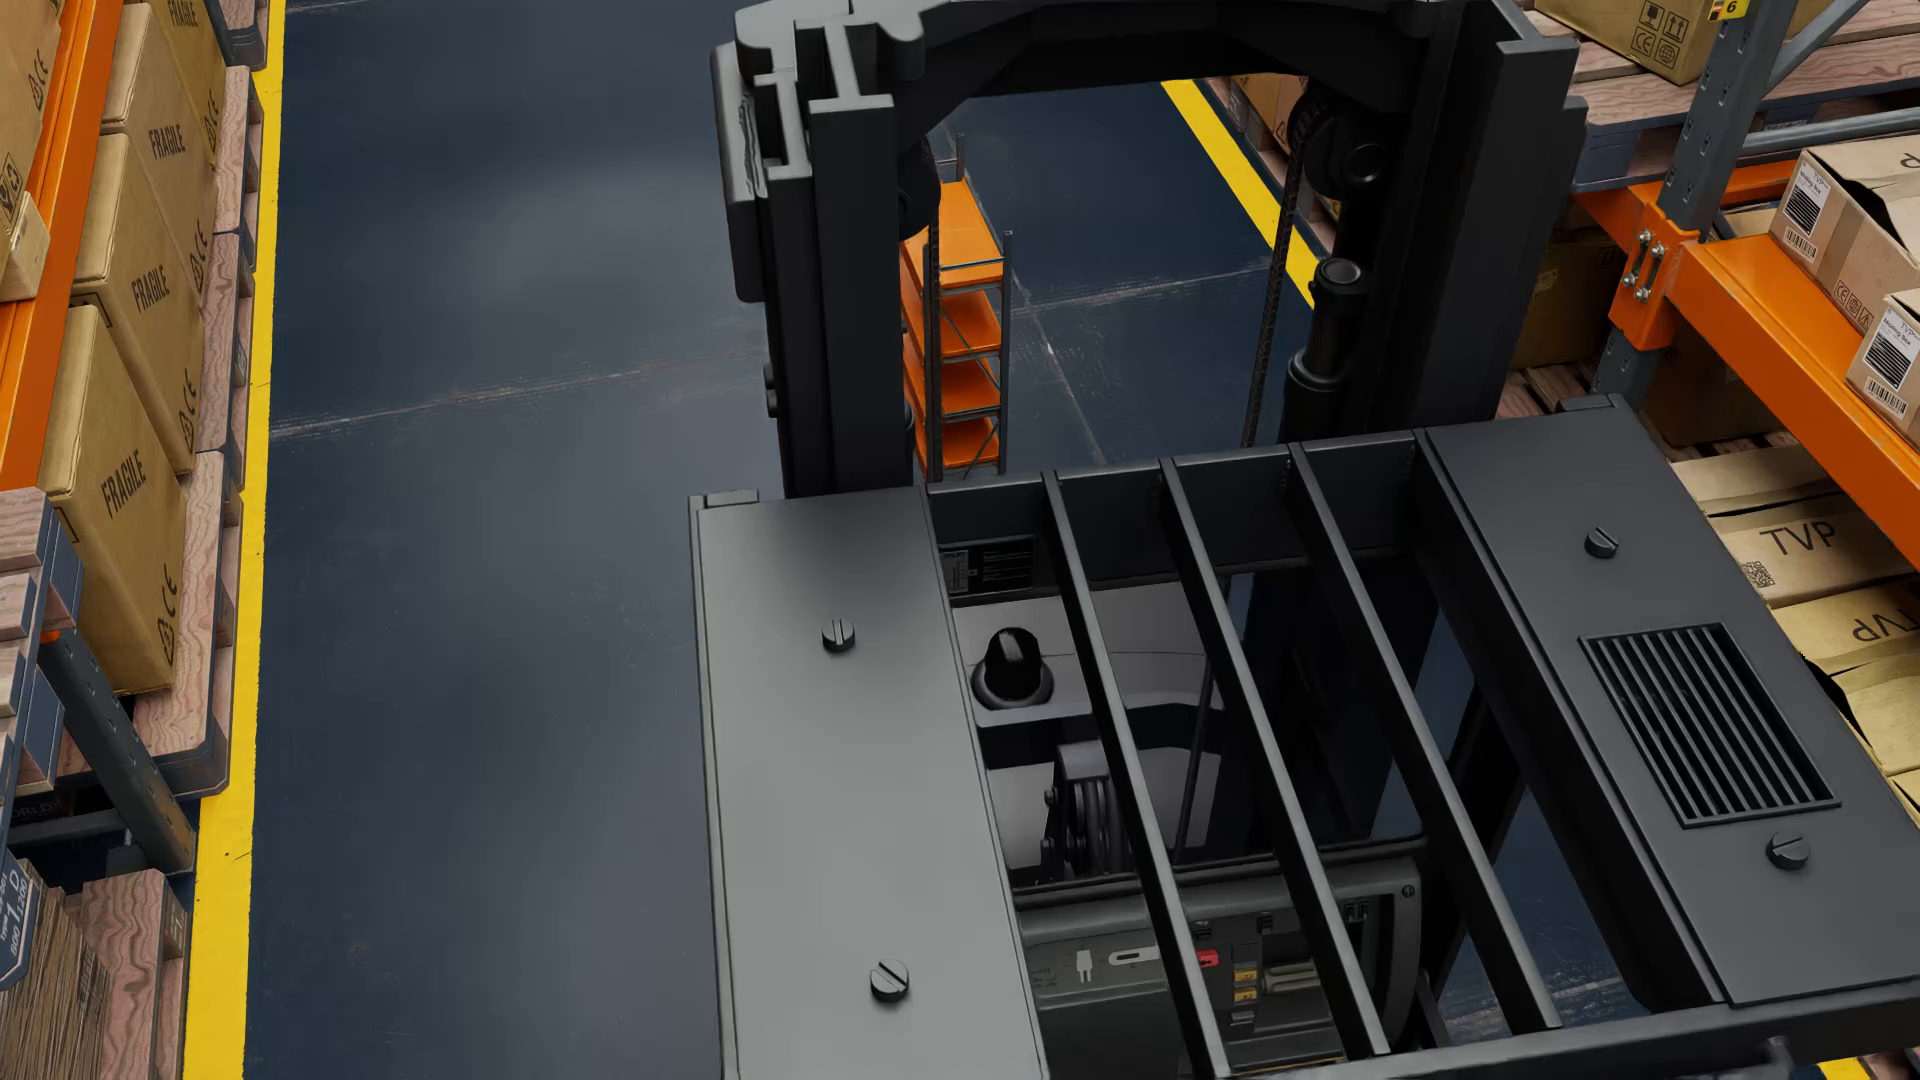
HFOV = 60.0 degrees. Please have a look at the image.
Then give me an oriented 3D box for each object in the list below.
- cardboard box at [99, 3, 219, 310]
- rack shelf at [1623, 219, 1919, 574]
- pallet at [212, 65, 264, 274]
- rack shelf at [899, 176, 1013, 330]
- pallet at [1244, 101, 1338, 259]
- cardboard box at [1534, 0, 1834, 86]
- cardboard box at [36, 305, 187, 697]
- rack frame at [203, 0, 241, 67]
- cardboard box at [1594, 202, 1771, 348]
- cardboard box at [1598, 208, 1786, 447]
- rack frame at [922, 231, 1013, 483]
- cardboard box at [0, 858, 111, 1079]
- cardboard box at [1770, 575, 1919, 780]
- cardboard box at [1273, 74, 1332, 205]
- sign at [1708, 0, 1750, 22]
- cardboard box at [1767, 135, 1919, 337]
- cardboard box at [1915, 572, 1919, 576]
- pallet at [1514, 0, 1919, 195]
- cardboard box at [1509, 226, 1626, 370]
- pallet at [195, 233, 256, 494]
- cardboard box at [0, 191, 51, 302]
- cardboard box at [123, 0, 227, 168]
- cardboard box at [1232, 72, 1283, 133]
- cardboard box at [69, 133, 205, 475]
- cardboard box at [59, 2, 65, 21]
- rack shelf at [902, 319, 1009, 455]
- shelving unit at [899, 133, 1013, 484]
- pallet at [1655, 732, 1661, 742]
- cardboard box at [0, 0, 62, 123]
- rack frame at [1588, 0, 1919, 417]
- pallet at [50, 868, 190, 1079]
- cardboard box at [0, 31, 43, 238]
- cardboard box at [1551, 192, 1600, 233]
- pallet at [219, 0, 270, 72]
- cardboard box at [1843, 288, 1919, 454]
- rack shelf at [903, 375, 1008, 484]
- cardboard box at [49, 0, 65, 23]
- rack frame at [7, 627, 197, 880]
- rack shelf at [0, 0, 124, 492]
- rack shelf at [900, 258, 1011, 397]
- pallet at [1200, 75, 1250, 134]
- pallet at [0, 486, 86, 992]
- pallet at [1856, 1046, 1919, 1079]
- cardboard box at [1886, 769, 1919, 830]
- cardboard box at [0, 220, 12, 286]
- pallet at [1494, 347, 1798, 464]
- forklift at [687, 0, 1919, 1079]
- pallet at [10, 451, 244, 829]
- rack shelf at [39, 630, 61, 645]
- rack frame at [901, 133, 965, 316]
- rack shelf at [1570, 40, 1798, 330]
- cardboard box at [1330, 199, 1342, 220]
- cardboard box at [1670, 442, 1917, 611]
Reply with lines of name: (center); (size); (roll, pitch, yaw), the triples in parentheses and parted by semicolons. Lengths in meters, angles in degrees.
cardboard box: (-3.020, -1.239, 5.575); (0.750, 0.750, 0.750); (-9, 46, -9)
rack shelf: (2.781, 0.603, 3.062); (1.077, 0.370, 4.000); (-11, 47, -10)
pallet: (-3.272, -1.388, 6.462); (1.003, 0.211, 1.213); (-11, 47, -10)
rack shelf: (-0.042, -0.809, 4.653); (0.258, 0.148, 0.480); (-11, 47, -10)
pallet: (1.806, -1.417, 6.491); (1.003, 0.211, 1.213); (-11, 47, -10)
cardboard box: (1.999, -1.626, 4.379); (0.700, 0.500, 0.500); (-26, 51, -23)
cardboard box: (-2.580, -0.047, 4.407); (0.750, 0.750, 0.750); (-11, 47, -11)
rack frame: (-3.543, -2.883, 5.975); (1.000, 3.000, 0.127); (-11, 47, -10)
cardboard box: (2.289, -1.036, 5.607); (0.500, 0.500, 0.500); (-12, 47, -12)
cardboard box: (2.429, -0.675, 5.254); (0.500, 0.500, 0.500); (-9, 46, -9)
rack frame: (0.020, -0.366, 4.768); (0.240, 1.200, 0.015); (-11, 47, -10)
cardboard box: (-2.284, 1.087, 3.526); (0.700, 0.500, 0.500); (-10, 46, -10)
cardboard box: (2.262, 0.366, 4.030); (0.500, 0.311, 0.500); (-12, 47, -11)
cardboard box: (1.530, -1.630, 6.189); (0.500, 0.500, 0.500); (-12, 47, -12)
sign: (1.747, -1.301, 3.670); (0.100, 0.325, 0.005); (-11, 47, -10)
cardboard box: (2.320, -0.739, 3.937); (0.500, 0.311, 0.500); (-8, 46, -8)
cardboard box: (2.641, -0.094, 4.480); (0.500, 0.311, 0.500); (-10, 46, -9)
pallet: (2.028, -1.418, 4.673); (1.213, 0.211, 1.003); (-11, 47, -10)
cardboard box: (1.803, -0.911, 5.485); (0.500, 0.500, 0.500); (-9, 46, -9)
pallet: (-2.956, -0.544, 5.635); (1.003, 0.211, 1.213); (-11, 47, -10)
cardboard box: (-2.421, -0.684, 3.982); (0.380, 0.149, 0.250); (-9, 46, -9)
cardboard box: (-3.251, -1.852, 6.176); (0.750, 0.750, 0.750); (-10, 46, -10)
cardboard box: (1.401, -1.979, 6.531); (0.500, 0.500, 0.500); (-10, 46, -10)
cardboard box: (-2.798, -0.653, 5.001); (0.750, 0.750, 0.750); (-11, 47, -11)
cardboard box: (-2.843, -1.550, 4.830); (0.380, 0.149, 0.250); (-9, 46, -9)
rack shelf: (-0.042, -0.487, 4.982); (0.258, 0.148, 0.480); (-11, 47, -10)
shelving unit: (-0.042, -0.534, 4.933); (0.258, 1.200, 0.503); (-11, 47, -10)
pallet: (2.442, 0.522, 4.591); (1.003, 0.211, 1.213); (-11, 47, -10)
cardboard box: (-2.647, -1.356, 4.186); (0.500, 0.500, 0.500); (-11, 47, -10)
rack frame: (2.269, -1.030, 4.159); (1.000, 3.000, 0.127); (-11, 47, -10)
pallet: (-2.320, 1.395, 3.735); (1.003, 0.211, 1.213); (-11, 47, -10)
cardboard box: (-2.521, -1.013, 3.850); (0.500, 0.500, 0.500); (-9, 46, -9)
cardboard box: (1.784, -1.212, 5.255); (0.500, 0.250, 0.500); (-9, 46, -9)
pallet: (-3.662, -2.446, 7.499); (1.003, 0.211, 1.213); (-11, 47, -10)
cardboard box: (2.311, -0.345, 3.551); (0.500, 0.311, 0.500); (-11, 47, -11)
rack shelf: (-0.042, -0.348, 5.123); (0.258, 0.148, 0.480); (-11, 47, -10)
cardboard box: (-2.788, -1.714, 4.537); (0.500, 0.500, 0.500); (-10, 46, -9)
rack frame: (-2.519, -0.121, 3.269); (1.000, 3.000, 0.127); (-11, 47, -10)
rack shelf: (-3.031, -1.250, 4.879); (1.077, 0.370, 4.000); (-11, 47, -10)
rack shelf: (-0.042, -0.644, 4.822); (0.258, 0.148, 0.480); (-11, 47, -10)
pallet: (1.490, -2.260, 7.318); (1.003, 0.211, 1.213); (-11, 47, -10)
pallet: (-2.233, 0.418, 2.874); (1.213, 0.211, 1.003); (-11, 47, -10)
pallet: (2.751, 1.363, 3.767); (1.003, 0.211, 1.213); (-11, 47, -10)
cardboard box: (2.390, 0.719, 3.684); (0.500, 0.311, 0.500); (-12, 47, -11)
cardboard box: (-2.396, -0.649, 3.494); (0.500, 0.500, 0.500); (-9, 46, -9)
pallet: (2.114, -0.576, 5.667); (1.003, 0.211, 1.213); (-11, 47, -10)
forklift: (0.285, 0.824, 2.390); (1.130, 2.935, 3.031); (-7, 46, -6)
pallet: (-2.648, 0.297, 4.811); (1.003, 0.211, 1.213); (-11, 47, -10)
rack shelf: (-2.007, 1.511, 2.172); (1.077, 0.370, 4.000); (-11, 47, -10)
rack frame: (-0.105, -0.703, 5.099); (0.240, 1.200, 0.015); (-11, 47, -10)
rack shelf: (1.757, -2.159, 5.769); (1.077, 0.370, 4.000); (-11, 47, -10)
cardboard box: (1.670, -1.269, 5.835); (0.500, 0.500, 0.500); (-12, 47, -12)
cardboard box: (2.119, 0.005, 4.384); (0.500, 0.311, 0.500); (-9, 46, -9)
